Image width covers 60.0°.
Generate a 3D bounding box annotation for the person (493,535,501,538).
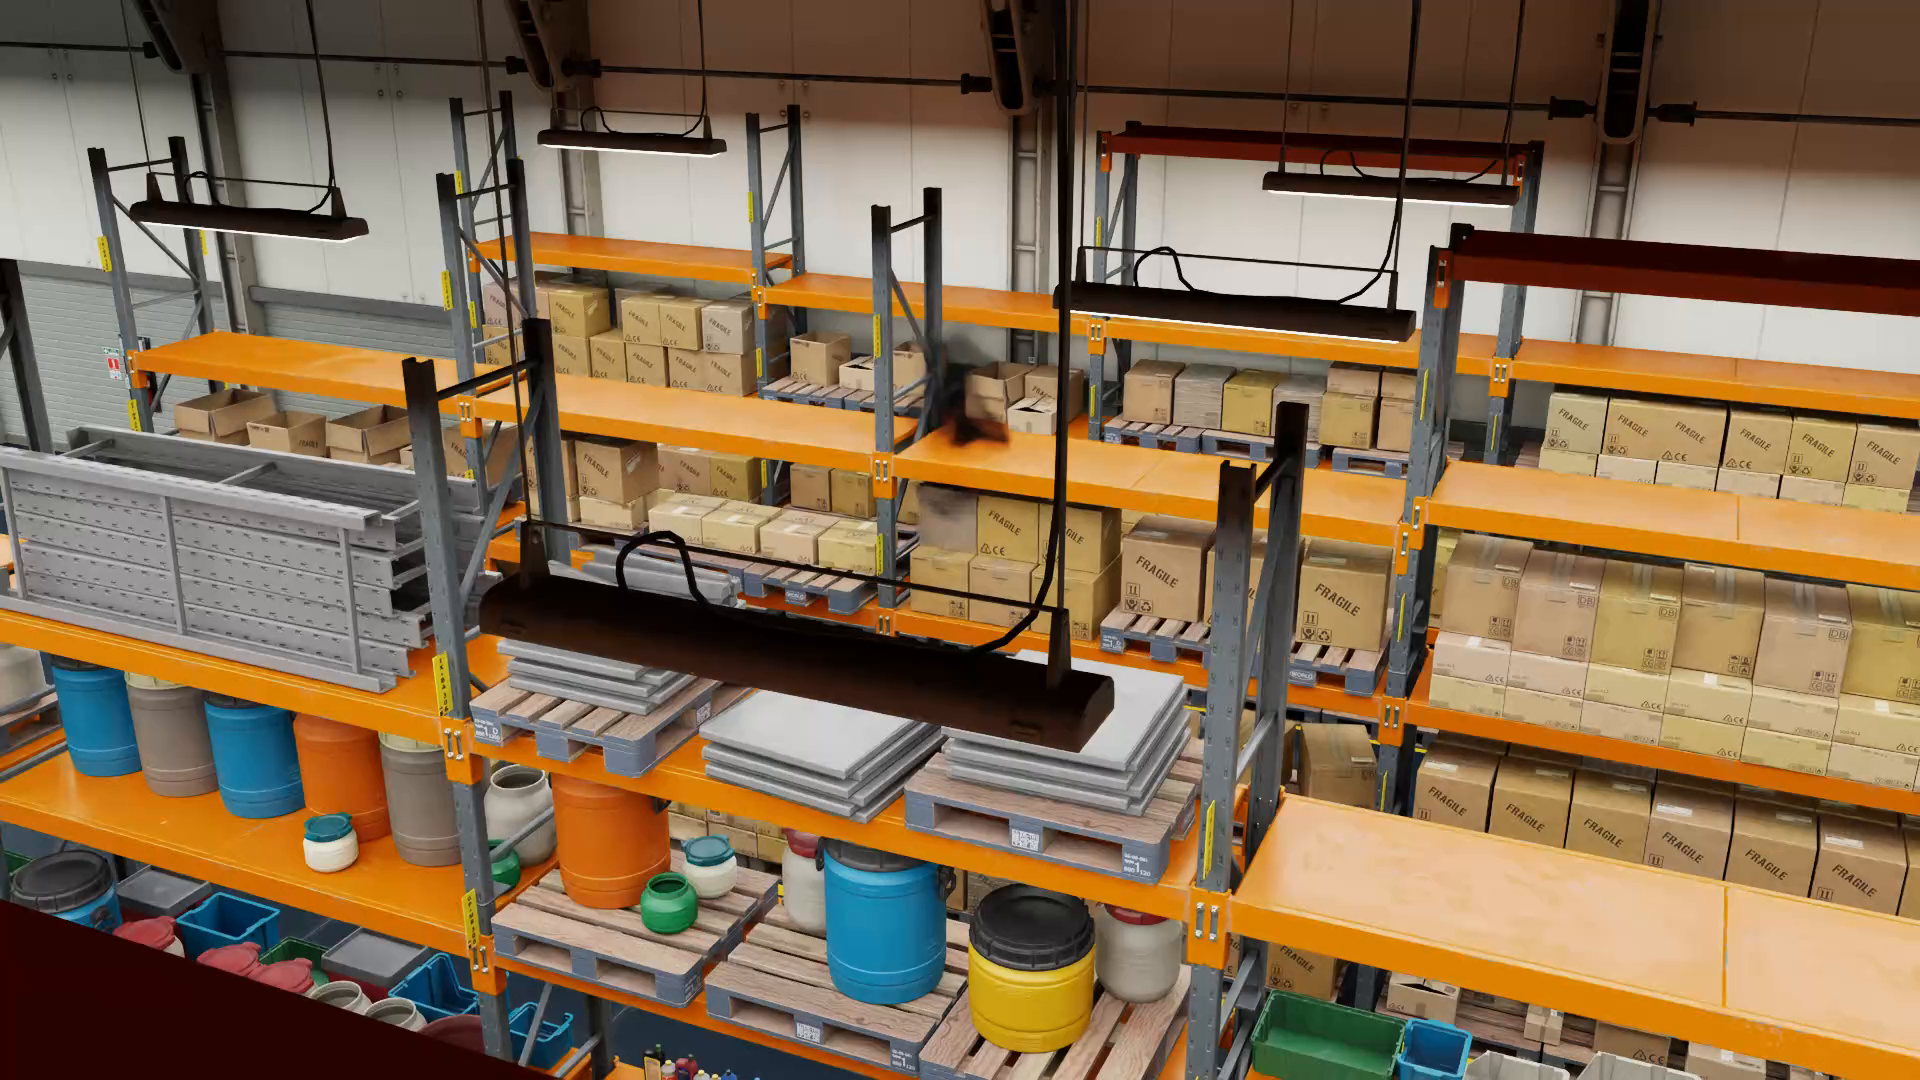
[{"bbox_3d":[-4.892,0.795,18.101,0.868,1.779,0.664,5,21,12],"label":"person"}]
